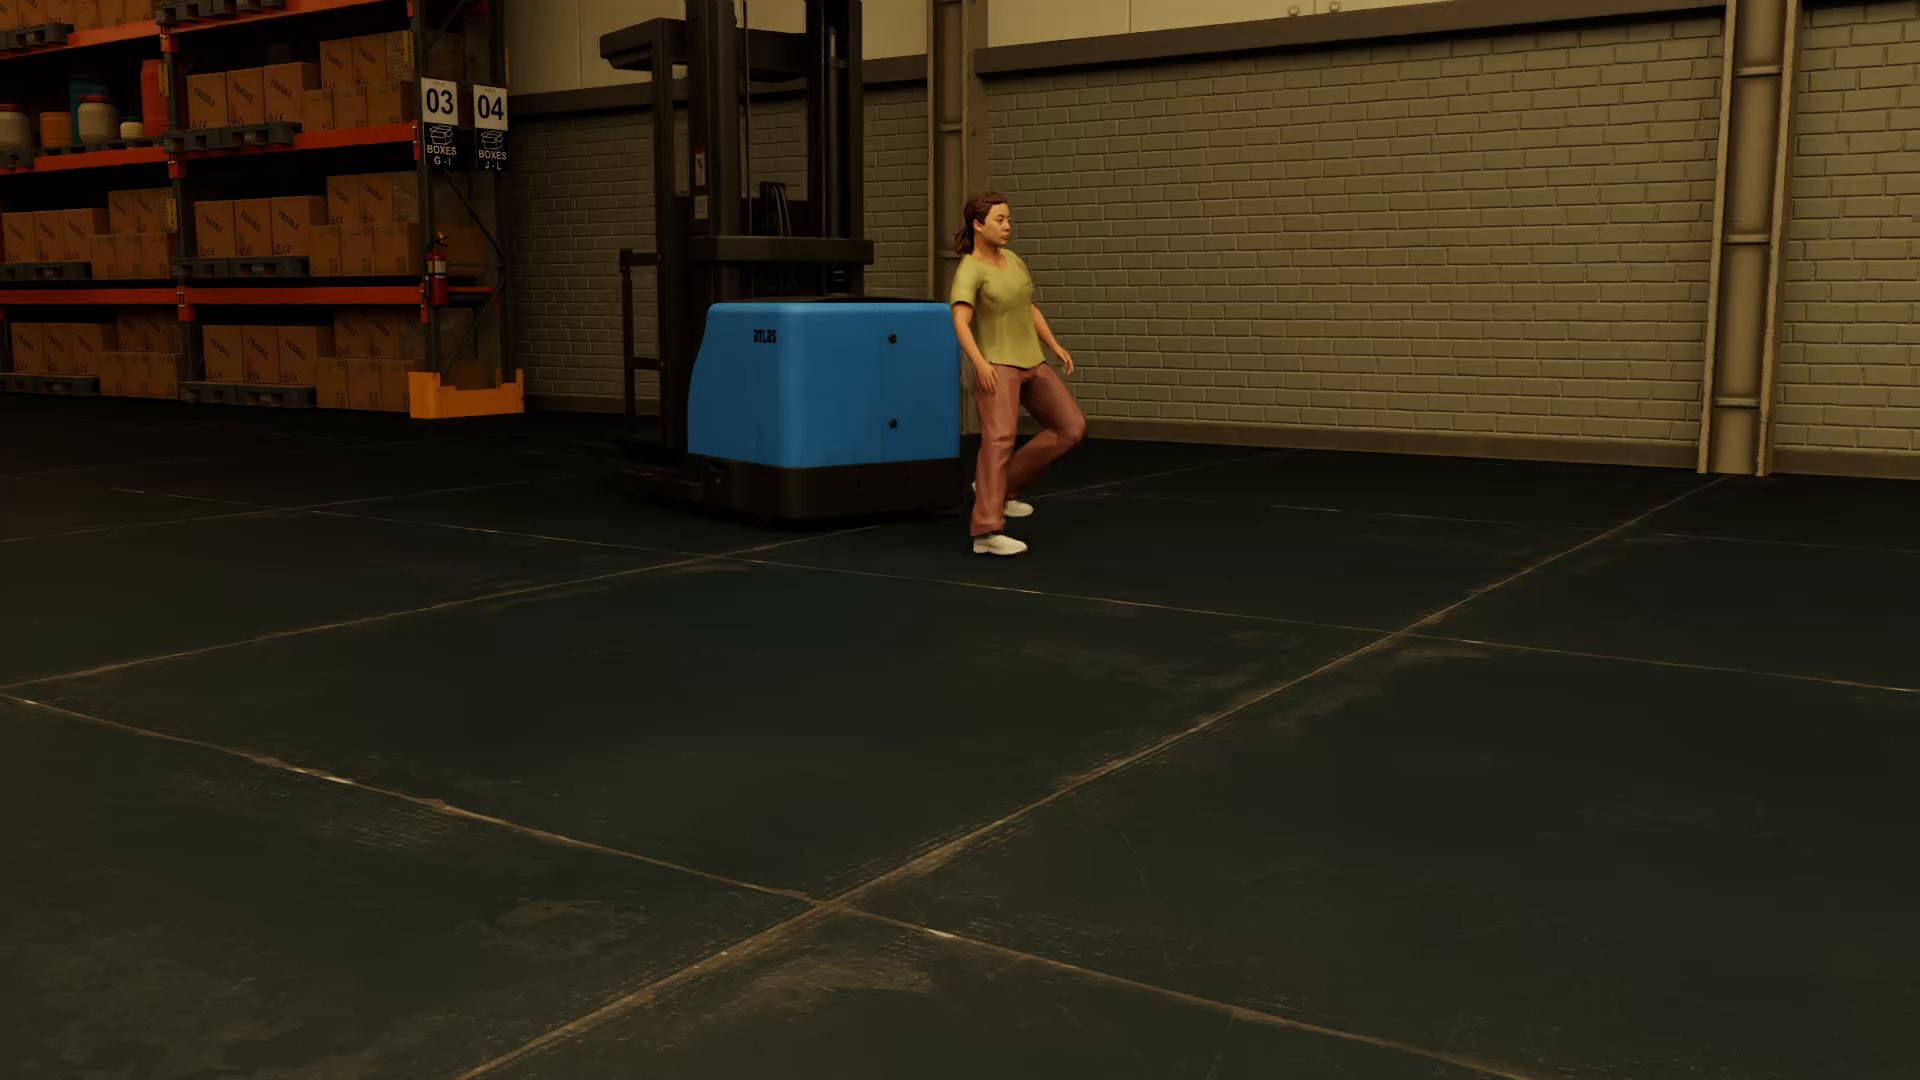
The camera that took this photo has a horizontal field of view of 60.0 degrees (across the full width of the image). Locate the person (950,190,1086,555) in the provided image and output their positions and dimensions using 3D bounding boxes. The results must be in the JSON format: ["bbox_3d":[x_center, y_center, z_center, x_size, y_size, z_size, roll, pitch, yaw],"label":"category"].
[{"bbox_3d":[0.237,-0.754,7.340,0.671,1.565,0.671,-8,11,-44],"label":"person"}]

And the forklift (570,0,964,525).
[{"bbox_3d":[-1.251,-1.687,9.055,1.130,2.935,3.031,-6,10,-35],"label":"forklift"}]
